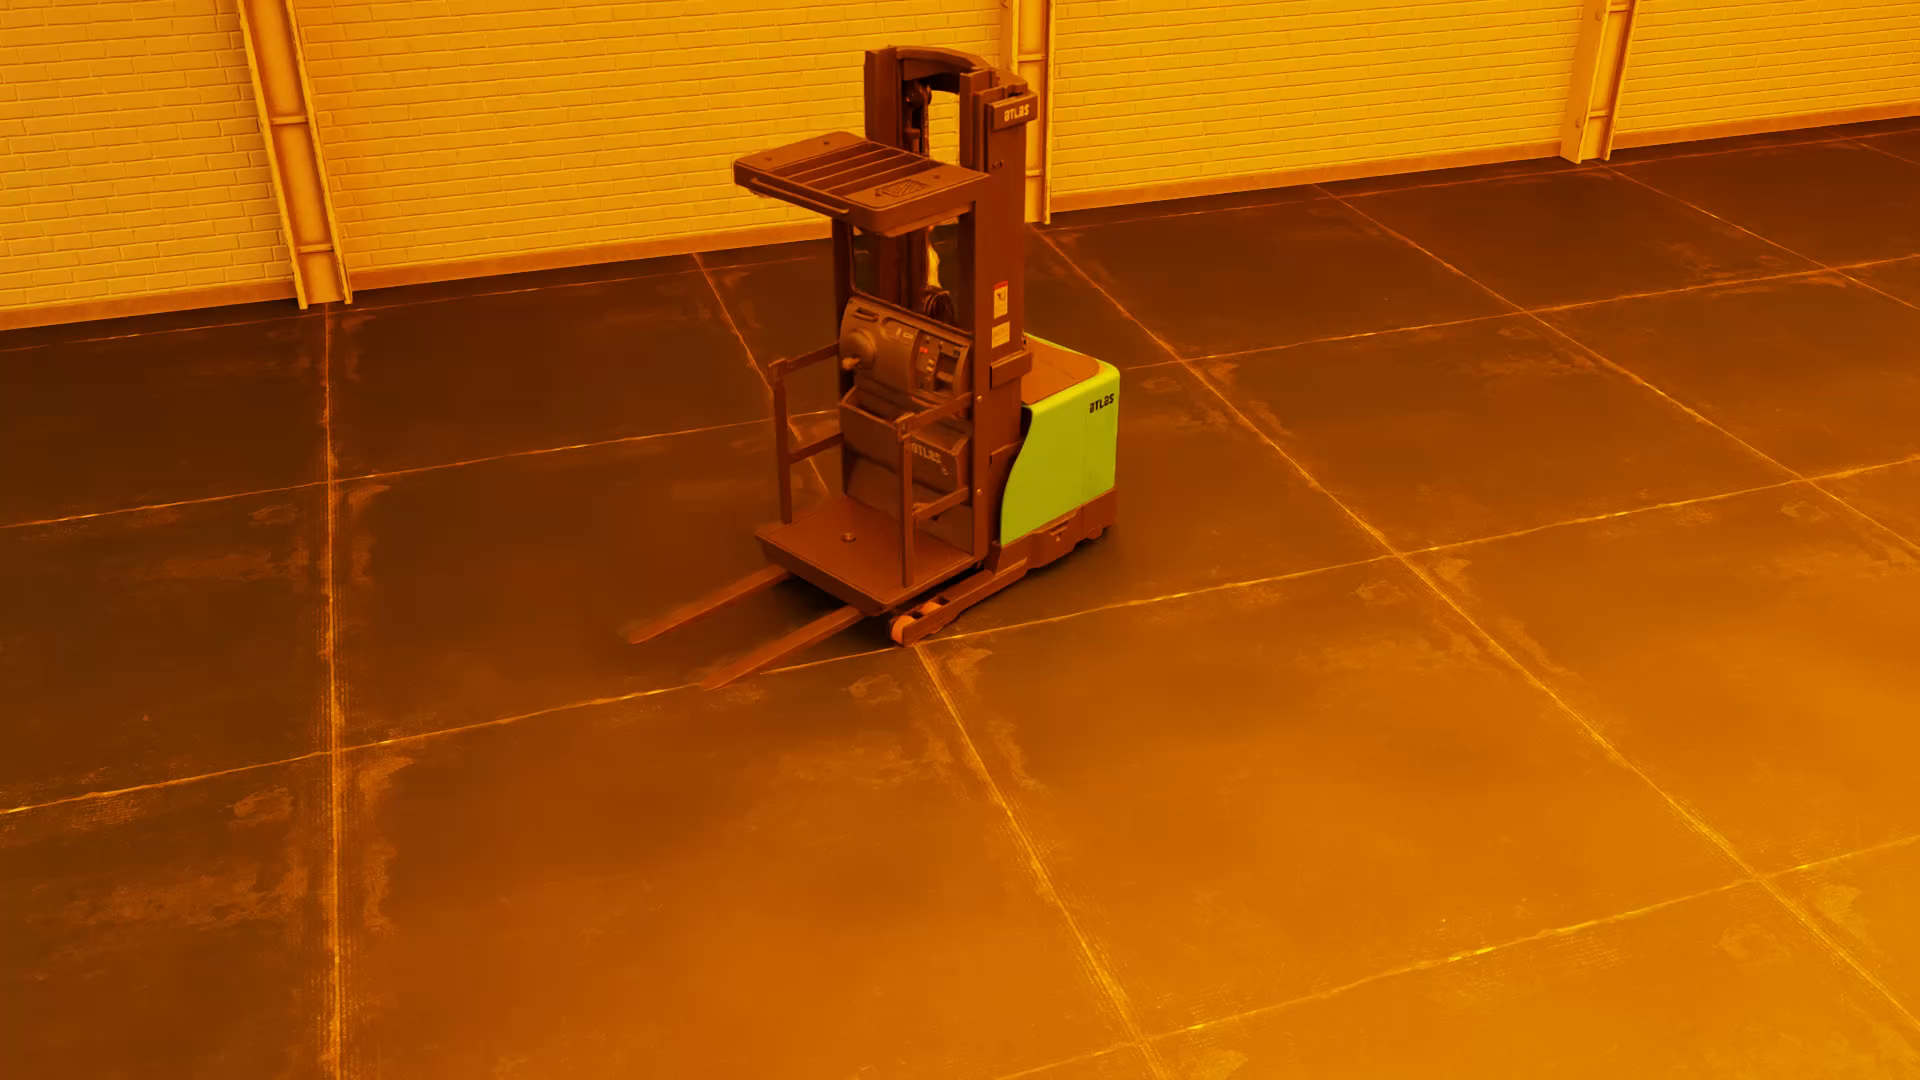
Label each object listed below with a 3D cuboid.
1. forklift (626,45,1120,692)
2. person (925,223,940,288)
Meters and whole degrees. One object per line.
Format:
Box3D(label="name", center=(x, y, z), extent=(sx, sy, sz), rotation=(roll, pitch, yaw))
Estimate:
Box3D(label="forklift", center=(-0.449, -0.981, 8.792), extent=(1.130, 2.935, 3.031), rotation=(26, 39, 37))
Box3D(label="person", center=(-0.297, -1.542, 11.199), extent=(0.449, 1.519, 0.751), rotation=(4, 30, 6))
